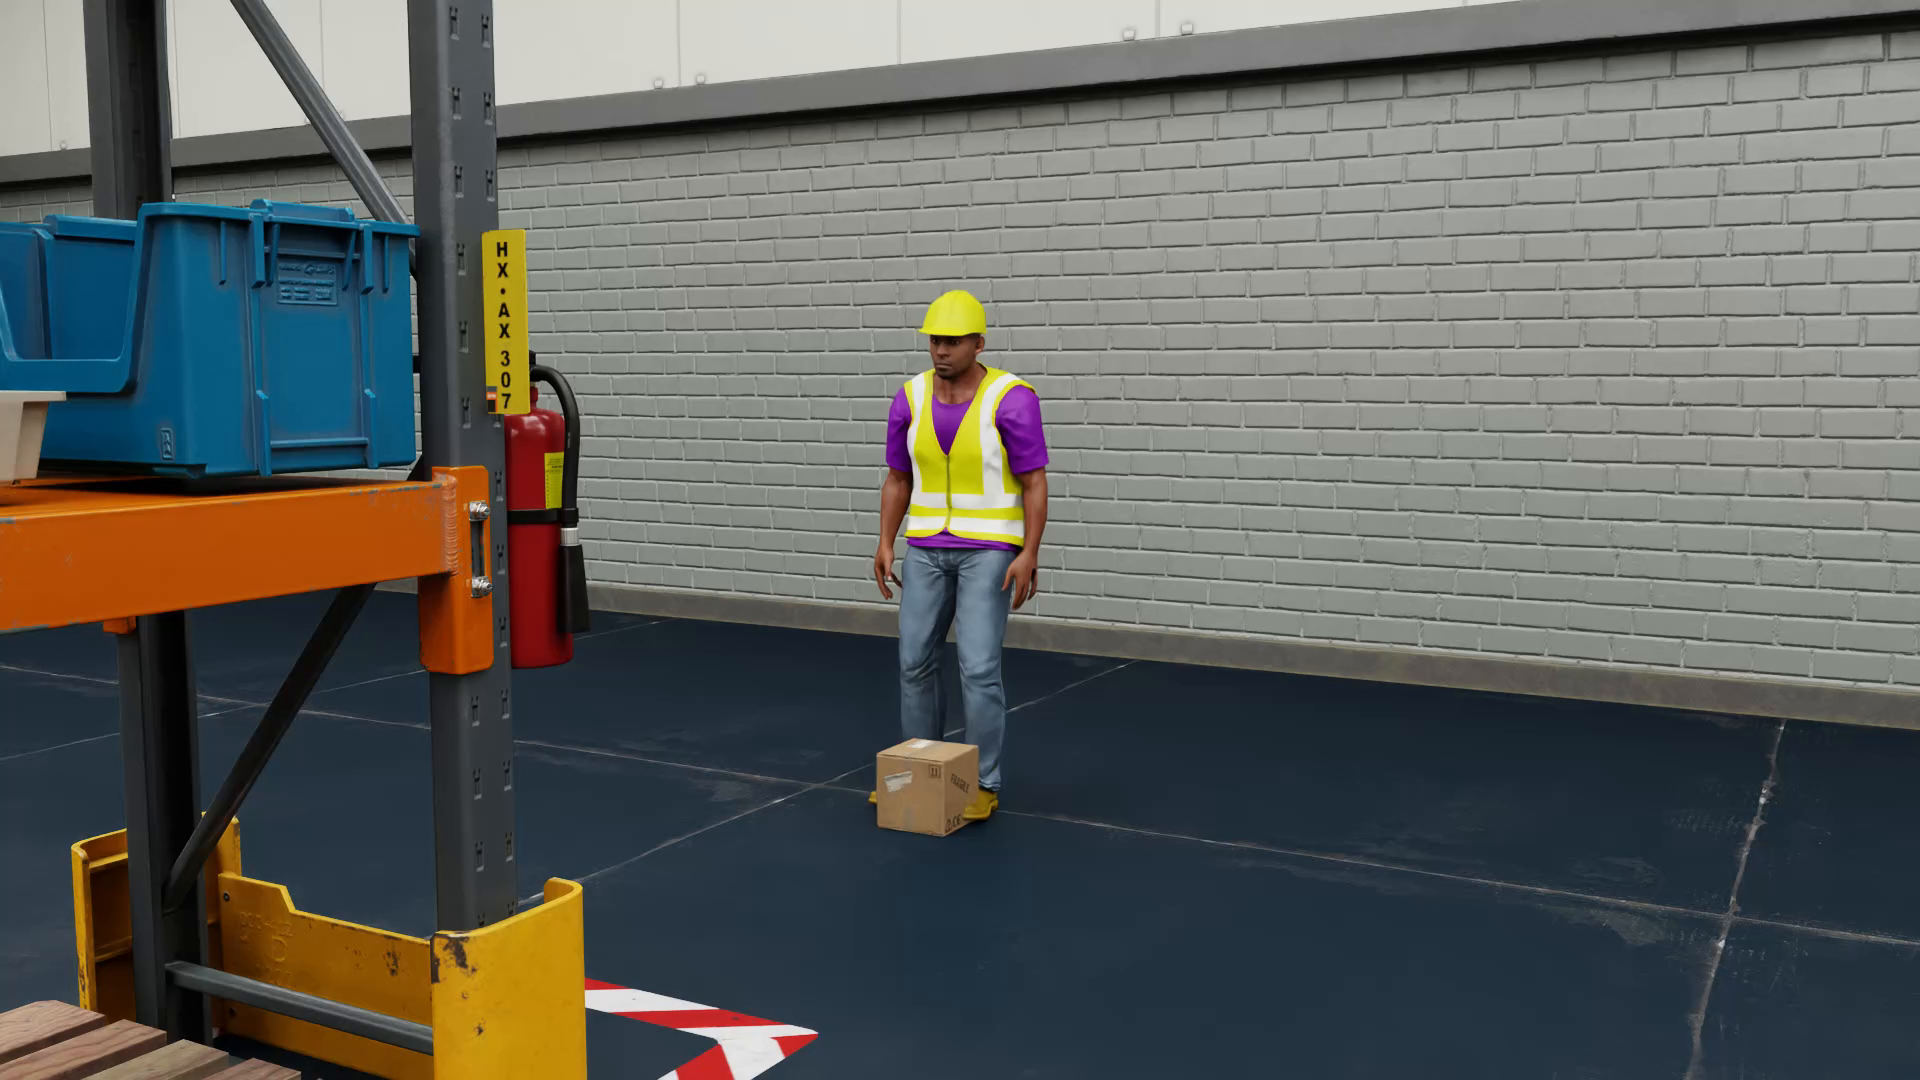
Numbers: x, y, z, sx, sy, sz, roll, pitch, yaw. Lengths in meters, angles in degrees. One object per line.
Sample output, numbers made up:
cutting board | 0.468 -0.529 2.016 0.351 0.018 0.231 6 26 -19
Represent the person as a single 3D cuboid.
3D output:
person | -0.006 0.046 5.627 0.613 1.757 0.457 3 7 26
